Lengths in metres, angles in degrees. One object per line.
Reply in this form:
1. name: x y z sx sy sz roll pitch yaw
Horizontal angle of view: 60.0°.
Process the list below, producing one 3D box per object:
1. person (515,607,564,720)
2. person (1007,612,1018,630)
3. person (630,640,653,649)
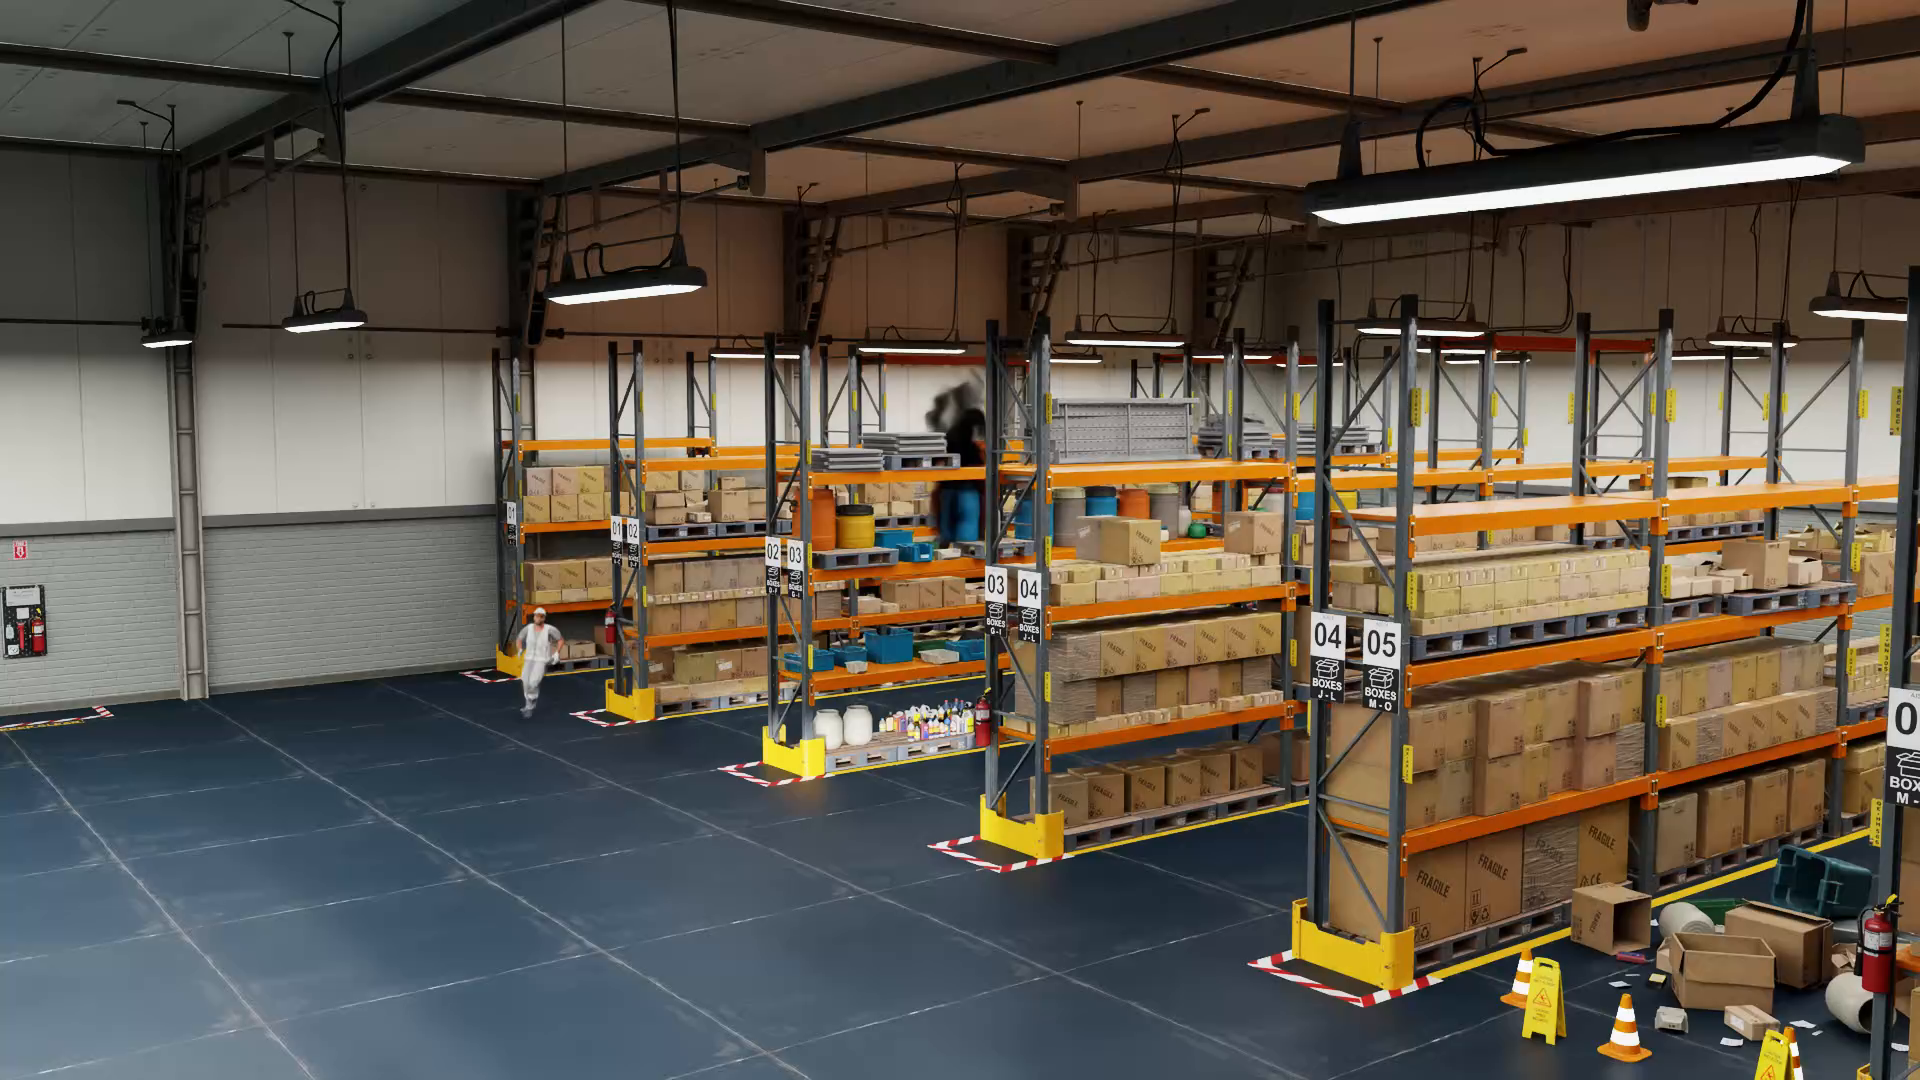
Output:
1. person: -6.757 1.962 26.581 0.717 1.782 0.679 1 5 7
2. person: 1.051 1.342 34.047 0.599 1.657 0.560 4 7 41
3. person: -5.428 1.869 28.790 0.506 1.568 0.537 -4 6 -37
